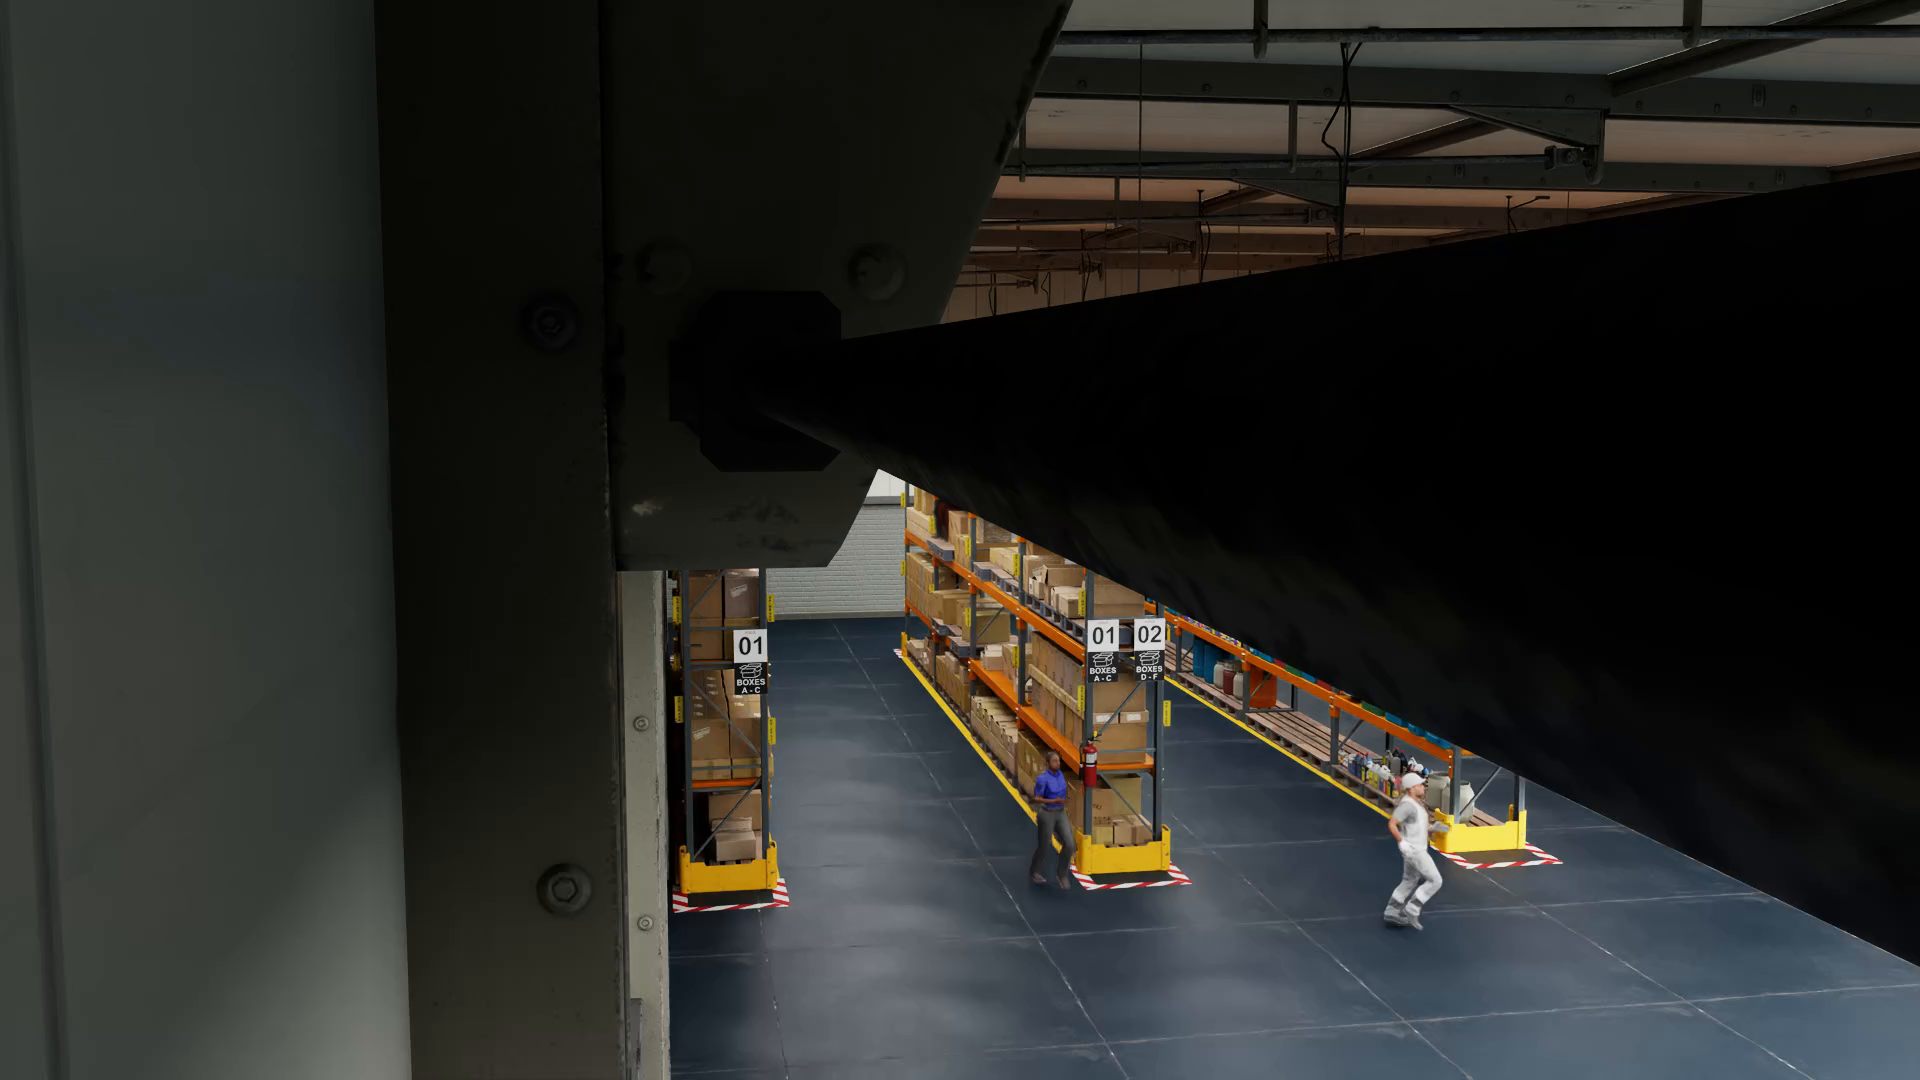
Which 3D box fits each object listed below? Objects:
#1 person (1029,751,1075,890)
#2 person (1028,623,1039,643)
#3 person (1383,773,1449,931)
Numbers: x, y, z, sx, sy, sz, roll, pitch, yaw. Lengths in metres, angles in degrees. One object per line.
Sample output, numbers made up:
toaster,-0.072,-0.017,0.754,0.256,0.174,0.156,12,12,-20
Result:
person,1.126,3.431,20.244,0.576,1.714,0.660,-4,7,-37
person,1.507,1.554,35.009,0.656,1.759,0.605,-2,6,-14
person,5.143,3.499,18.721,0.691,1.769,0.650,2,6,16
